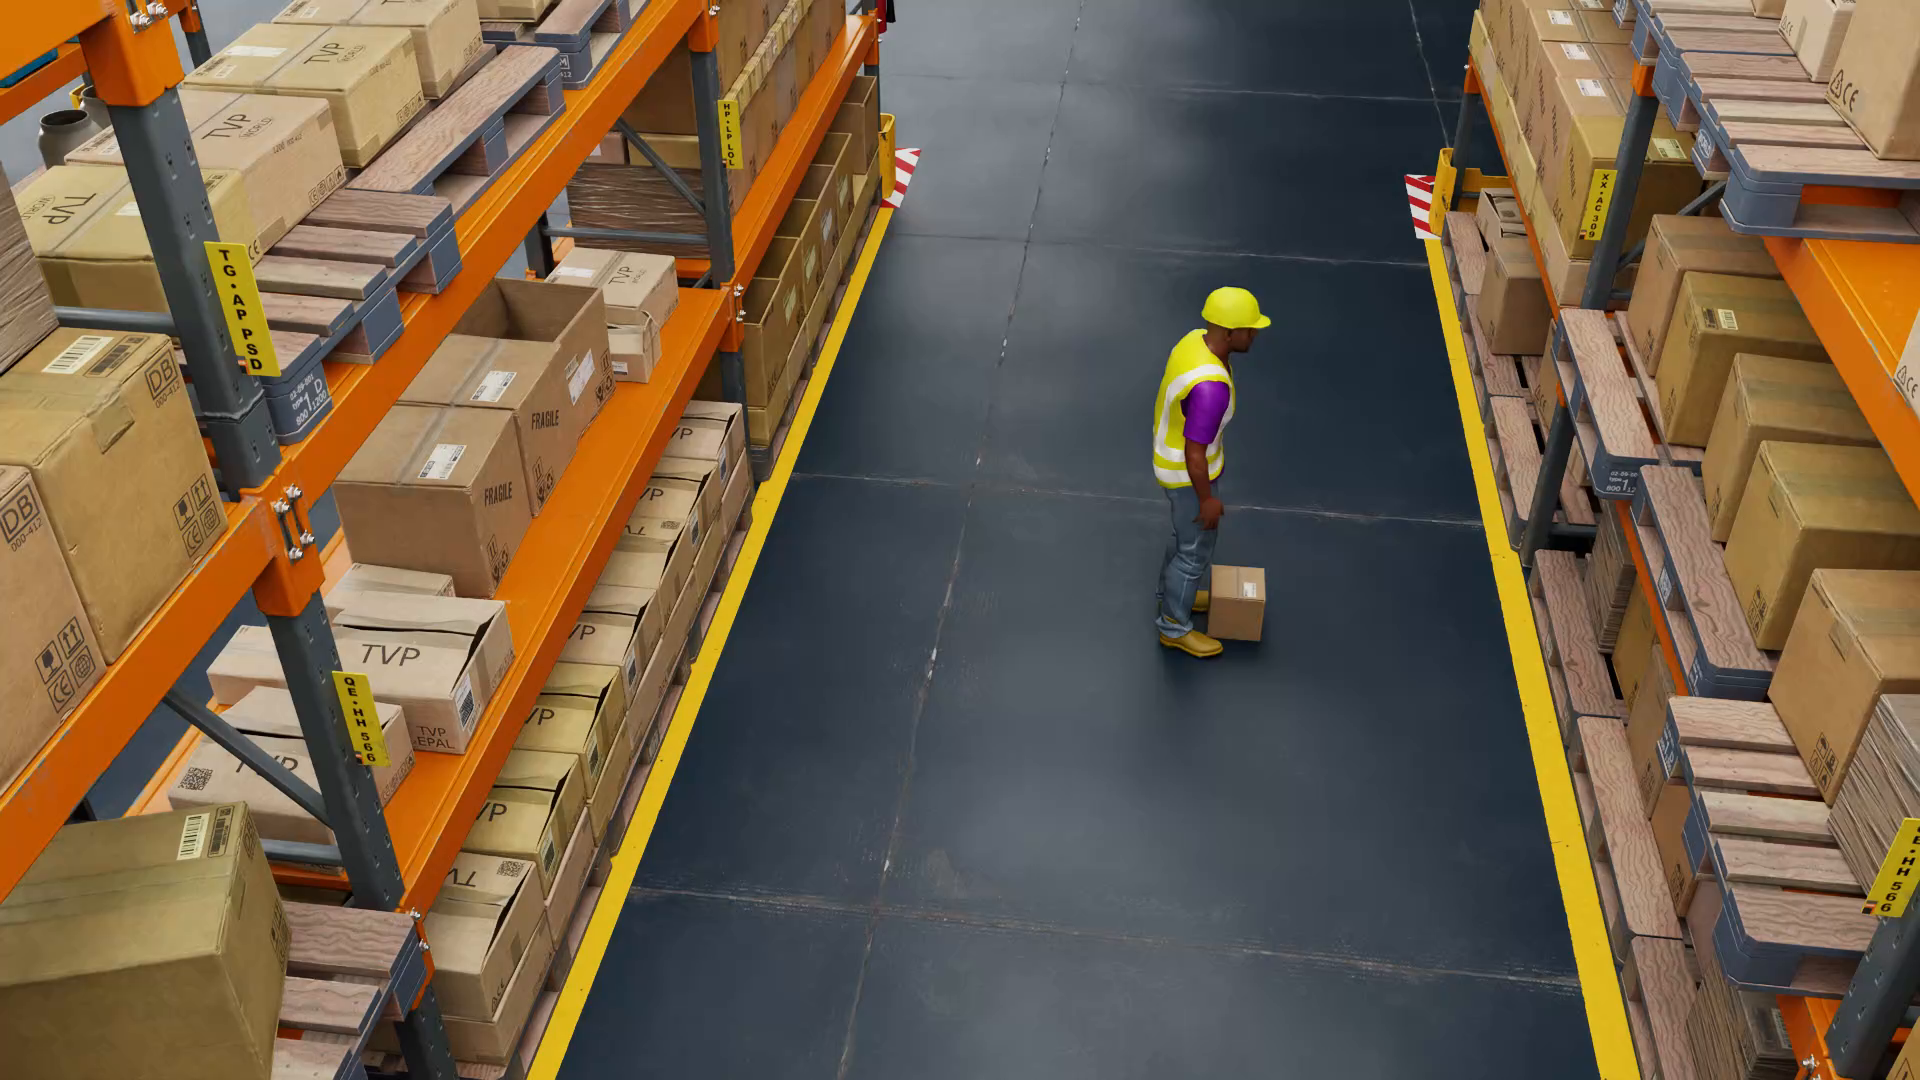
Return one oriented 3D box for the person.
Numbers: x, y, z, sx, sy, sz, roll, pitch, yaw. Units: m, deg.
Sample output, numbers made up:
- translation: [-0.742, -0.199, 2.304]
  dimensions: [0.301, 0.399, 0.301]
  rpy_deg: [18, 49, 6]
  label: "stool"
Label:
- translation: [1.087, -0.330, 7.480]
  dimensions: [0.457, 1.761, 0.638]
  rpy_deg: [4, 36, 5]
  label: "person"
